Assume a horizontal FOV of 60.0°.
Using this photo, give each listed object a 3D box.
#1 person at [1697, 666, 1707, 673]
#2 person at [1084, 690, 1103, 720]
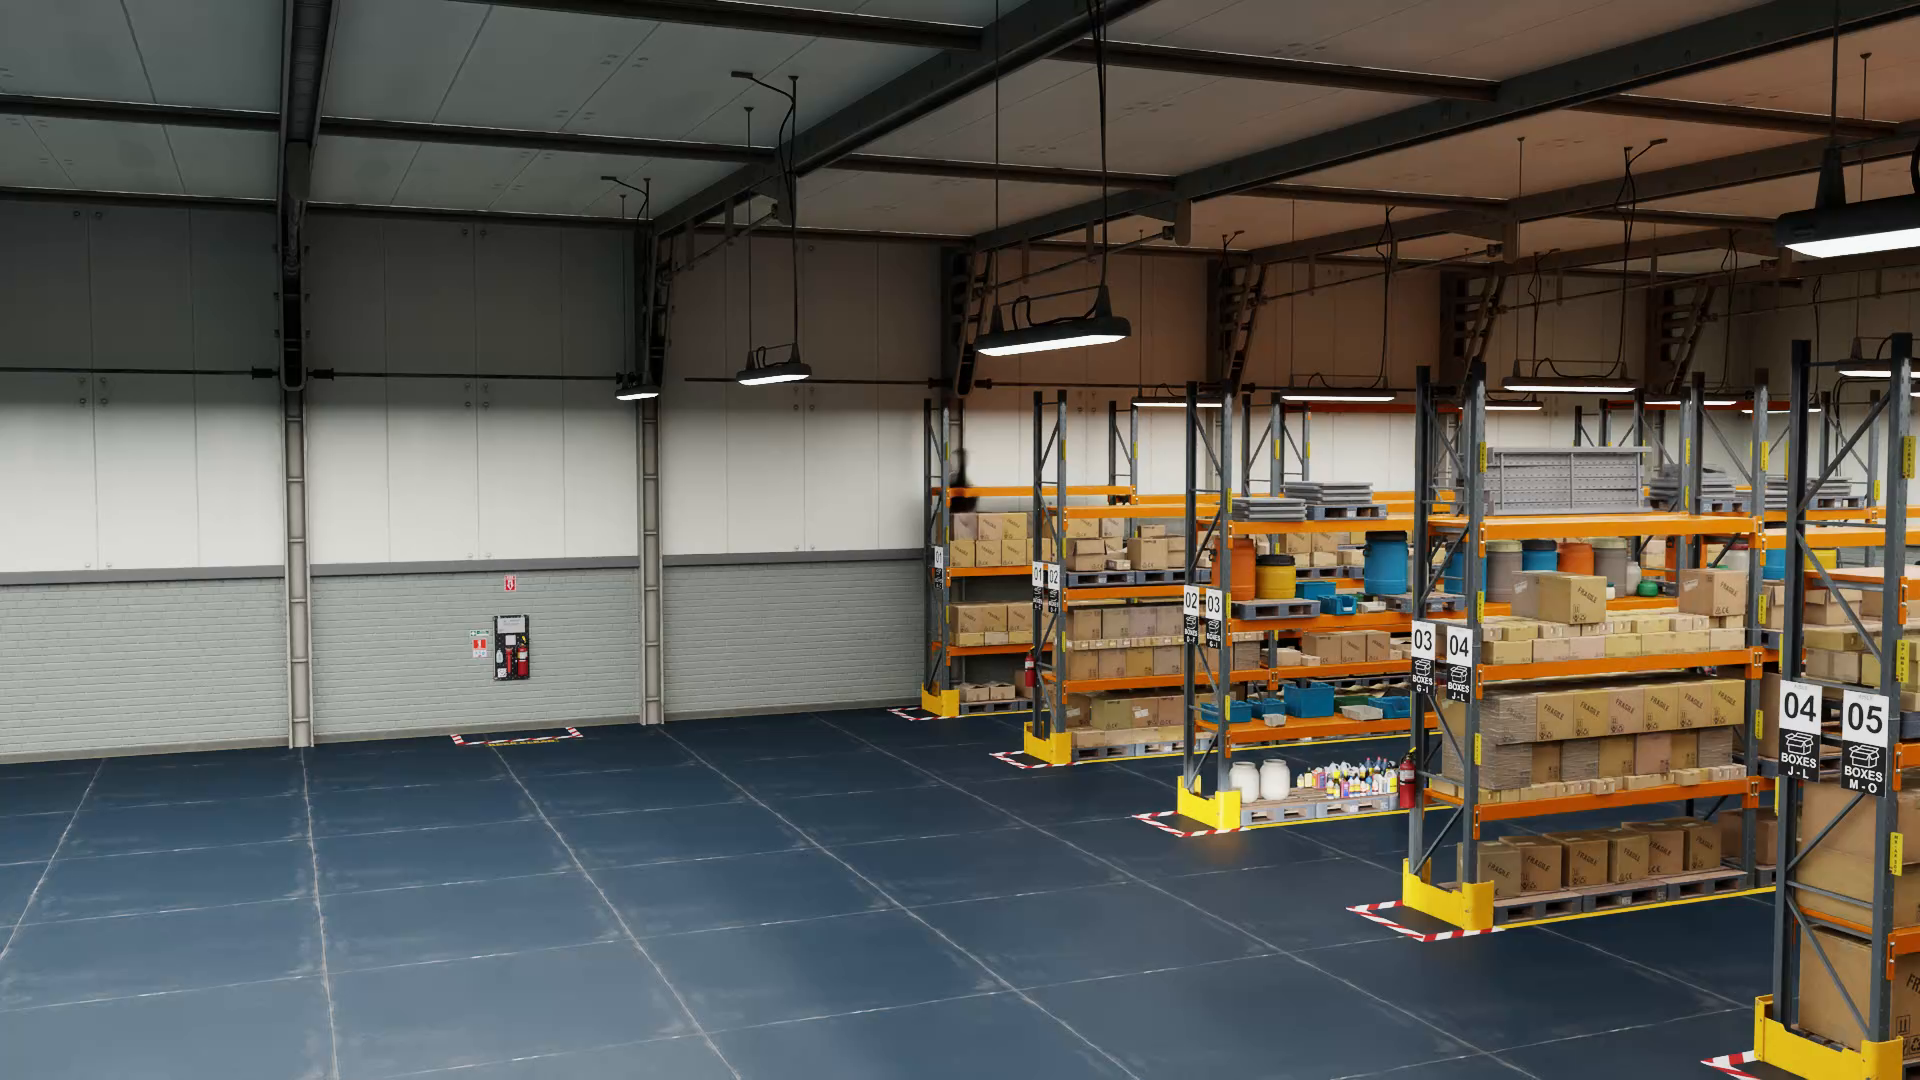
[{"bbox_3d":[13.293,2.599,30.059,0.744,1.639,0.516,-2,4,-32],"label":"person"},{"bbox_3d":[2.355,2.684,29.390,0.738,1.540,0.684,0,3,2],"label":"person"}]
